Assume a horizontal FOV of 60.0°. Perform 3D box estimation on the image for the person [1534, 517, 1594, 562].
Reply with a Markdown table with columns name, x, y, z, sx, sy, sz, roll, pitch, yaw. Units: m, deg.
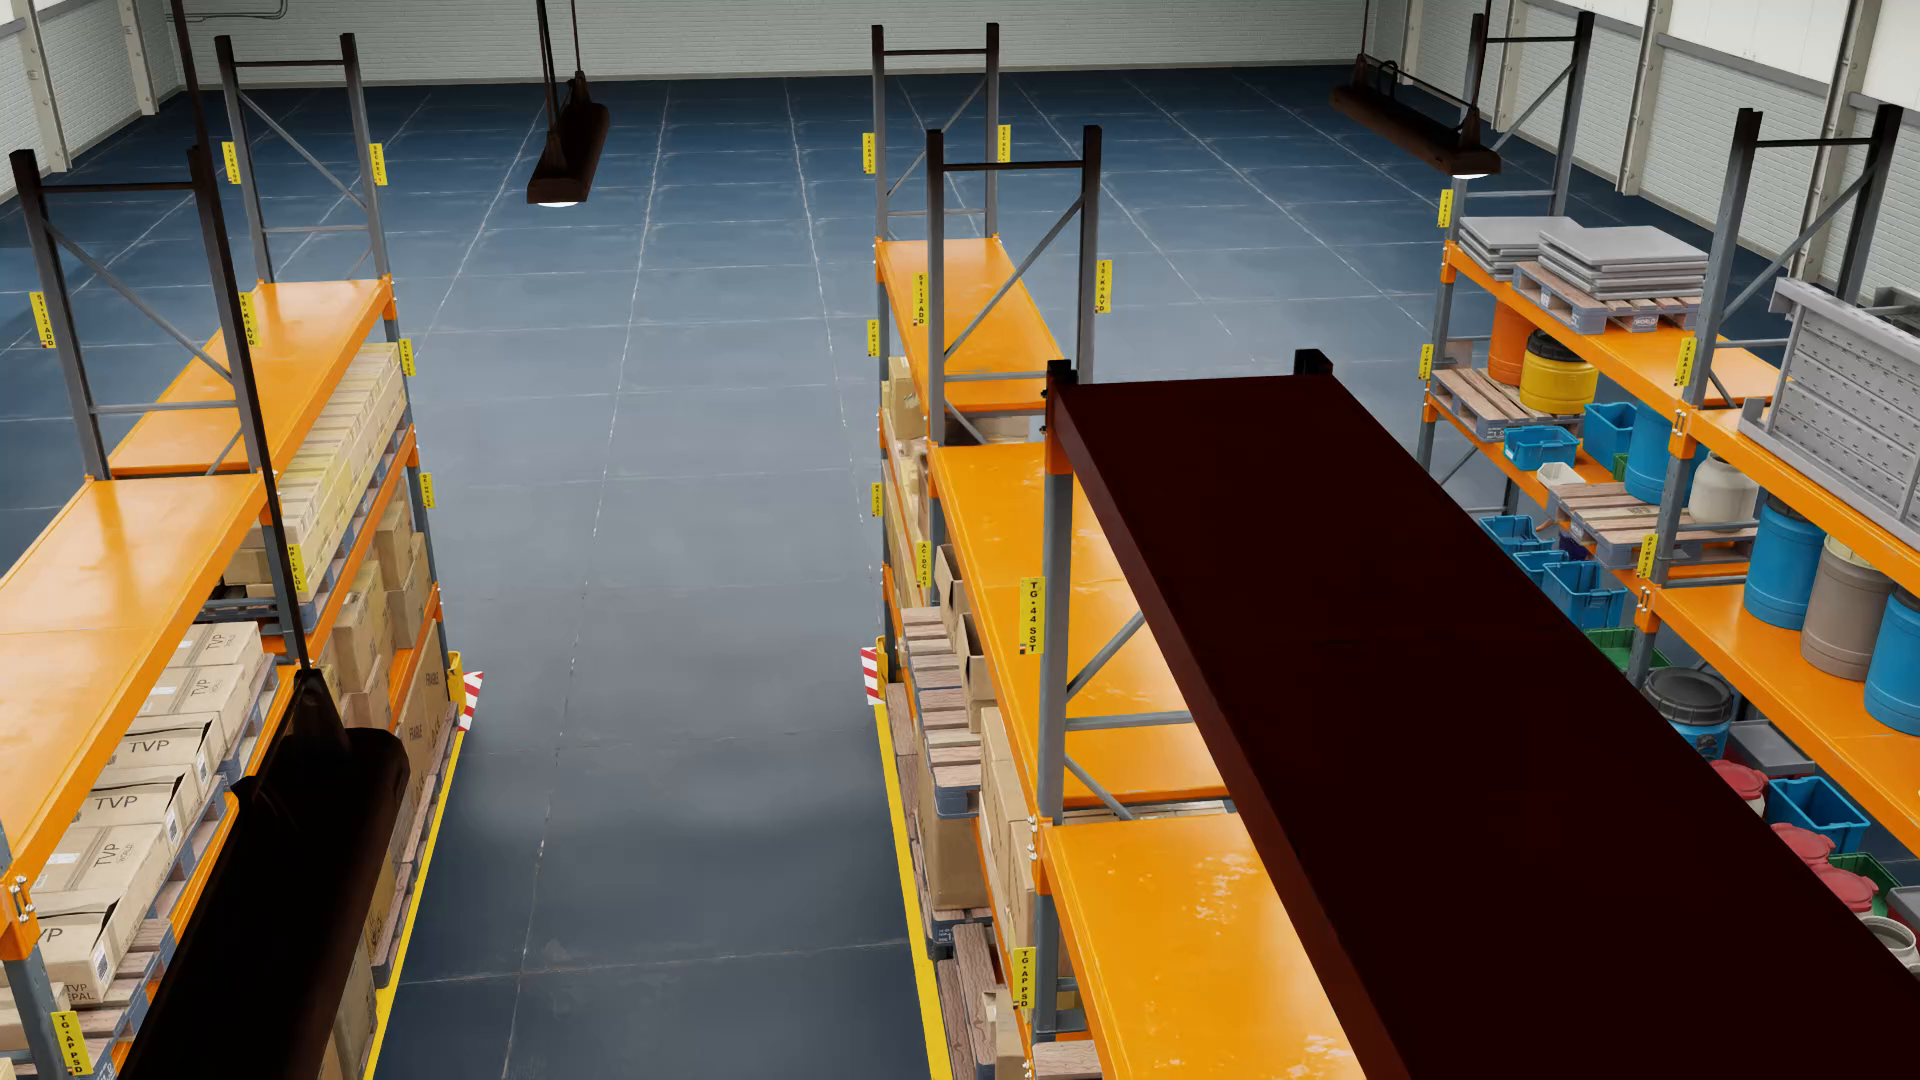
| name | x | y | z | sx | sy | sz | roll | pitch | yaw |
| --- | --- | --- | --- | --- | --- | --- | --- | --- | --- |
| person | 5.977 | 0.072 | 16.482 | 0.550 | 1.666 | 0.543 | 1 | 26 | 2 |
